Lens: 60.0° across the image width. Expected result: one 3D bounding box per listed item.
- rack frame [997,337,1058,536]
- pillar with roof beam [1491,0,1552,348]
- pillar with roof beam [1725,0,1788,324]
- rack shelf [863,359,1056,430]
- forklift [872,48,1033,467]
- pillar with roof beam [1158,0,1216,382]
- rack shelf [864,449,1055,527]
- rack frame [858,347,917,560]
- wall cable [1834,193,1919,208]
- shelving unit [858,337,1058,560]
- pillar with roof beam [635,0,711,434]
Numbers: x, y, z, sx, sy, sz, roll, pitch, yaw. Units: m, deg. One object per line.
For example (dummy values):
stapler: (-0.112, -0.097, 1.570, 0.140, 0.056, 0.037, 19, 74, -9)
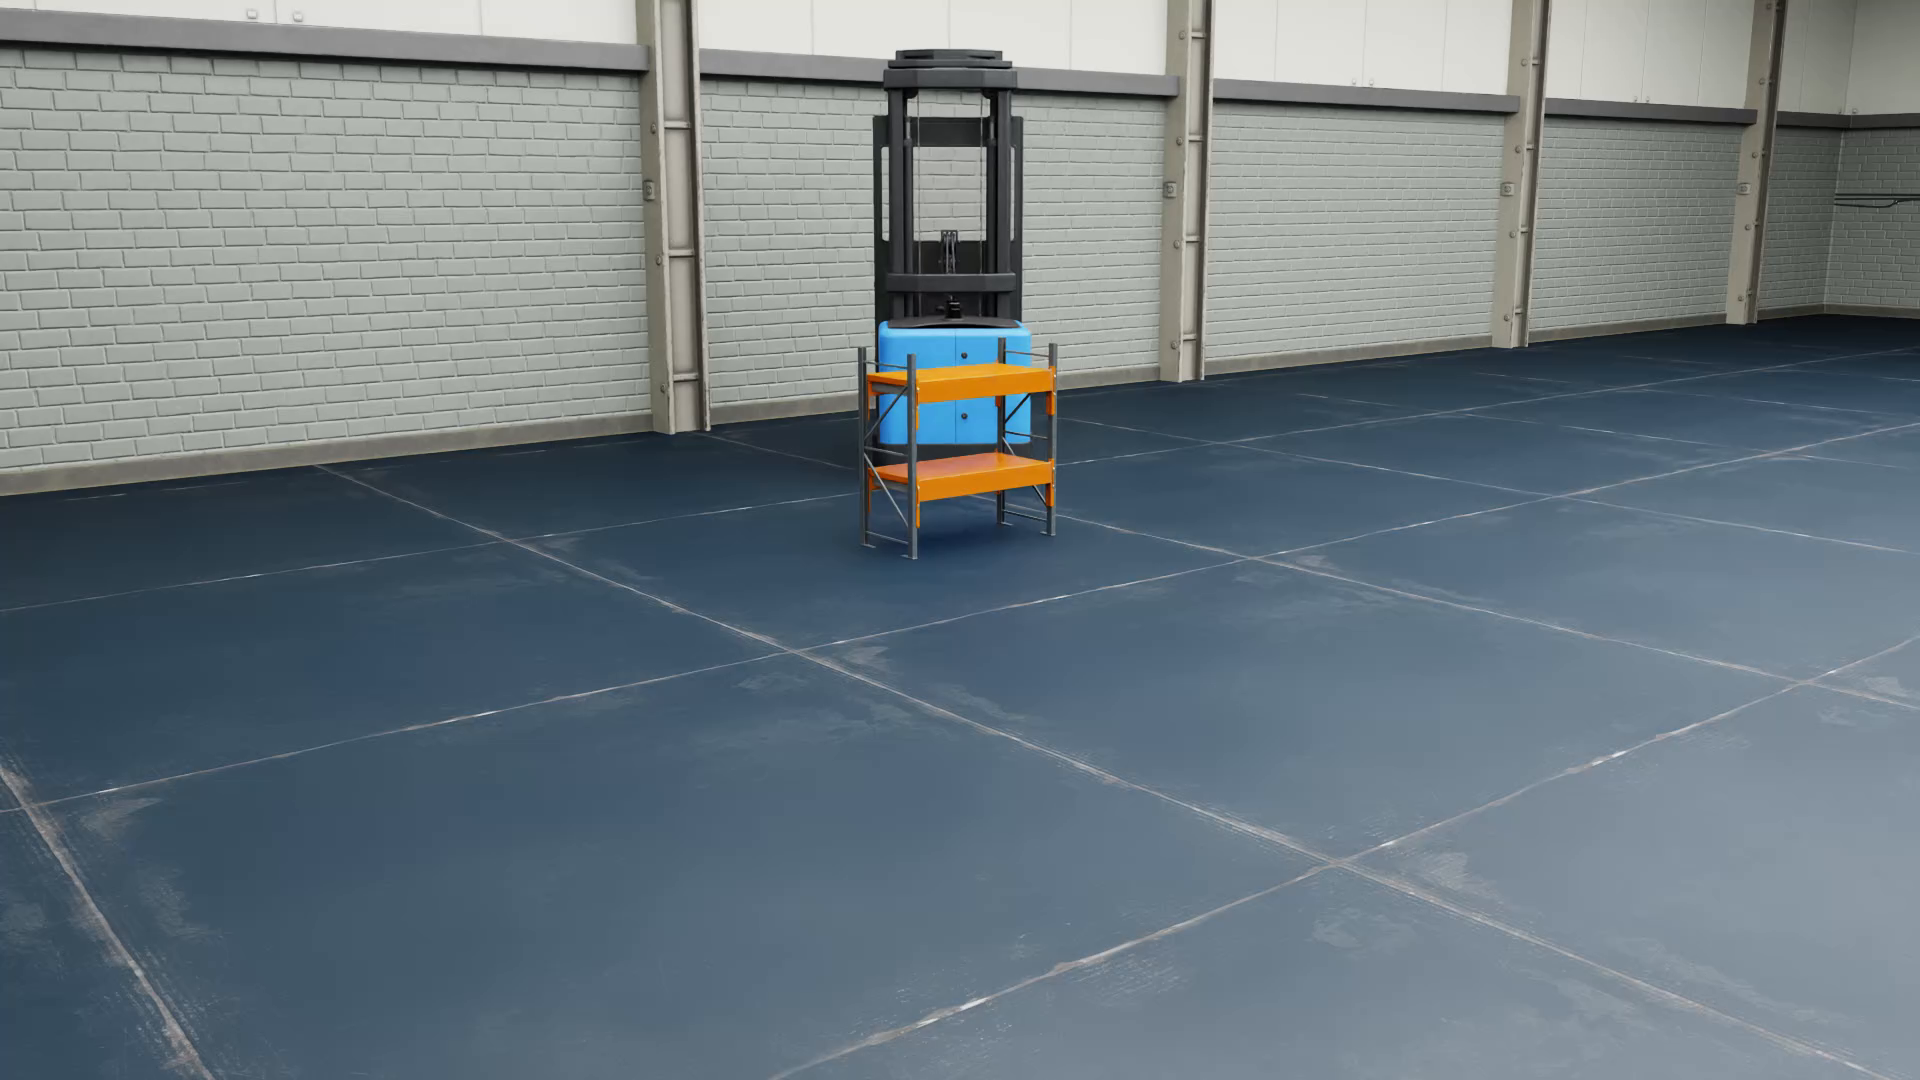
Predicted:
rack frame: (0.392, -0.615, 9.818, 0.032, 1.125, 0.500, -9, 15, -38)
pillar with roof beam: (9.719, -6.183, 17.080, 0.400, 9.000, 9.100, -9, 15, -38)
pillar with roof beam: (14.405, -6.961, 20.747, 0.400, 9.000, 9.100, -9, 15, -38)
rack shelf: (-0.005, -0.836, 9.447, 1.000, 0.278, 0.538, -9, 15, -38)
forklift: (-0.099, -2.089, 12.409, 1.130, 2.935, 3.031, -1, 12, -3)
pillar with roof beam: (5.034, -5.404, 13.414, 0.400, 9.000, 9.100, -9, 15, -38)
rack shelf: (-0.005, -0.310, 9.559, 1.000, 0.278, 0.538, -9, 15, -38)
rack frame: (-0.402, -0.483, 9.197, 0.032, 1.125, 0.500, -9, 15, -38)
wall cable: (14.842, -6.308, 25.148, 0.112, 2.526, 3.097, -9, 15, -38)
shelving unit: (-0.005, -0.549, 9.508, 1.048, 1.125, 0.538, -9, 15, -38)
pillar with roof beam: (0.349, -4.626, 9.747, 0.400, 9.000, 9.100, -9, 15, -38)
